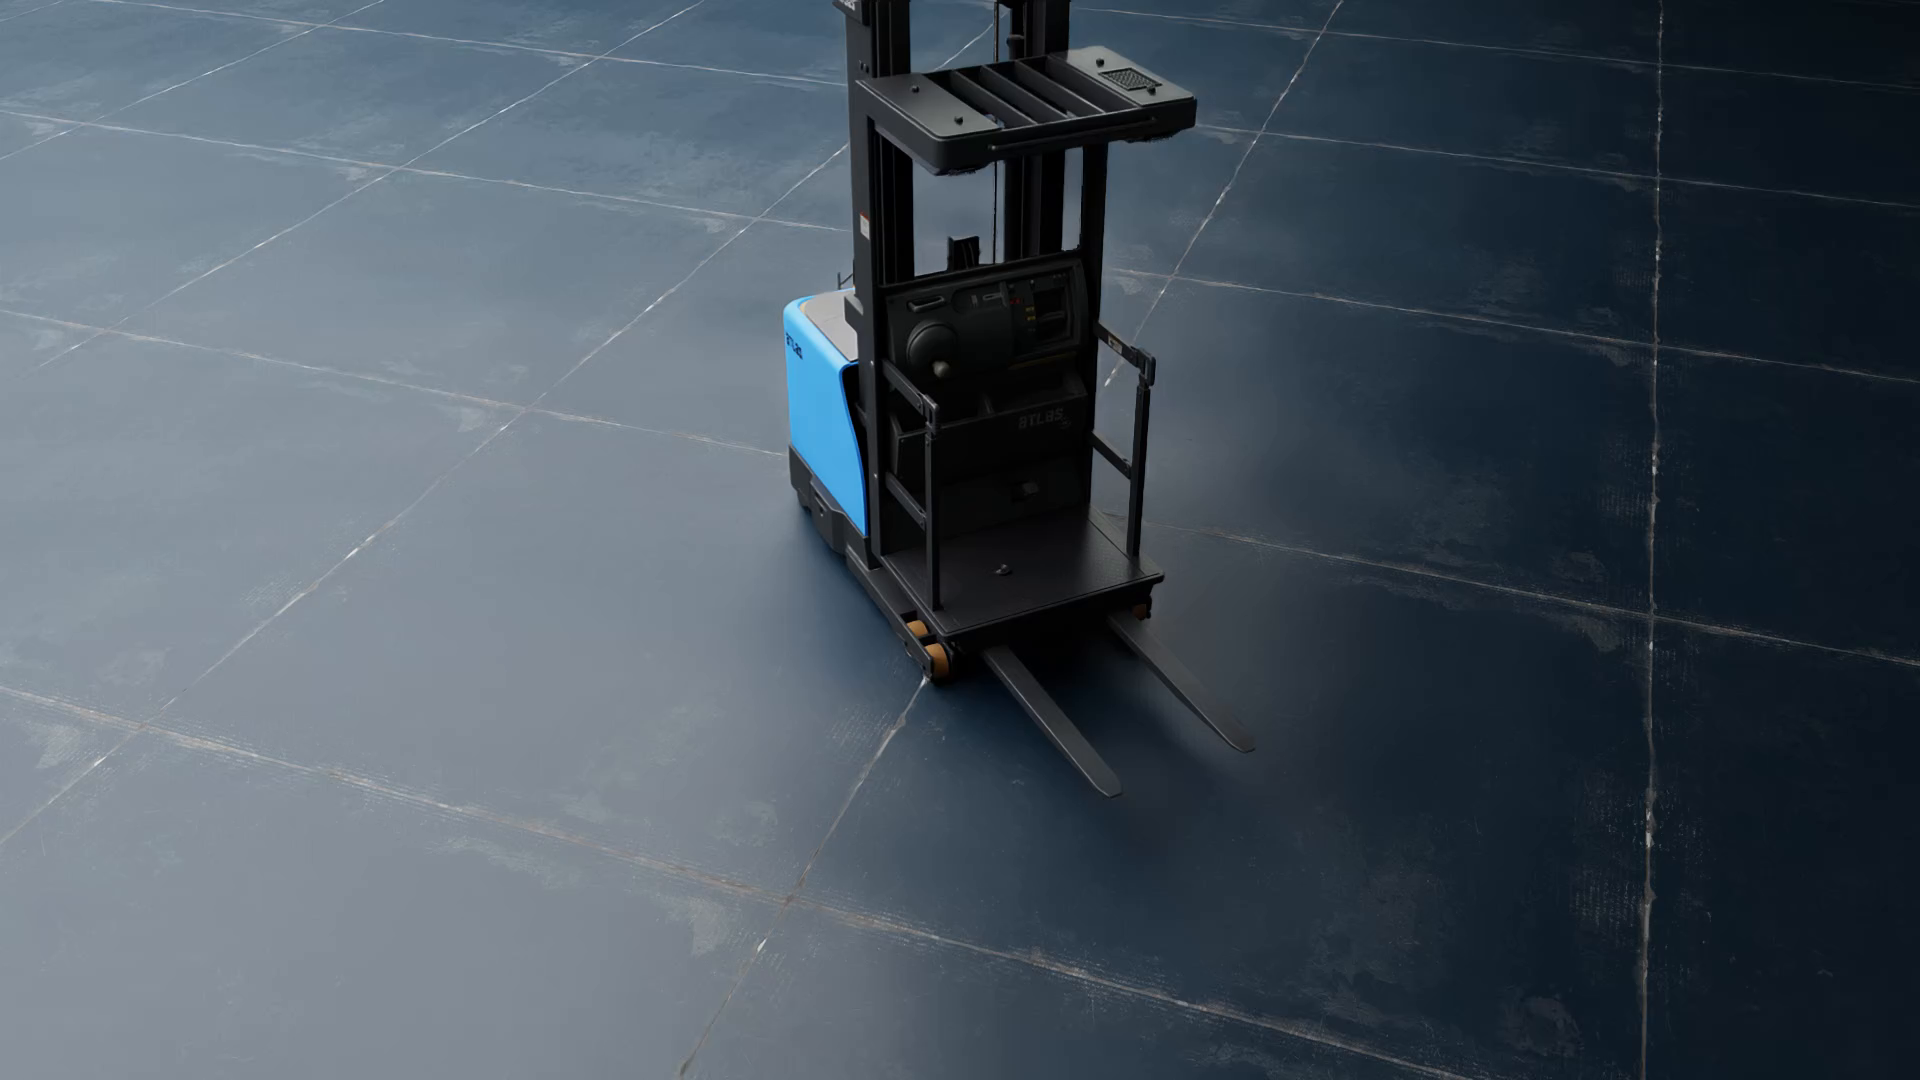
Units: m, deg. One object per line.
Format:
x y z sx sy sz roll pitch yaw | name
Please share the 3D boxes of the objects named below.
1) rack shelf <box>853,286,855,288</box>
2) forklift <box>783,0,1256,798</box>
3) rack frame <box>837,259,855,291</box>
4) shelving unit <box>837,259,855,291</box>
-0.466 -1.162 8.578 0.240 0.259 0.215 13 35 19 | rack shelf
0.218 -0.884 6.917 1.130 2.935 3.031 -15 36 -21 | forklift
-0.579 -0.958 8.766 0.008 1.050 0.200 13 35 19 | rack frame
-0.466 -0.933 8.727 0.252 1.050 0.215 13 35 19 | shelving unit
